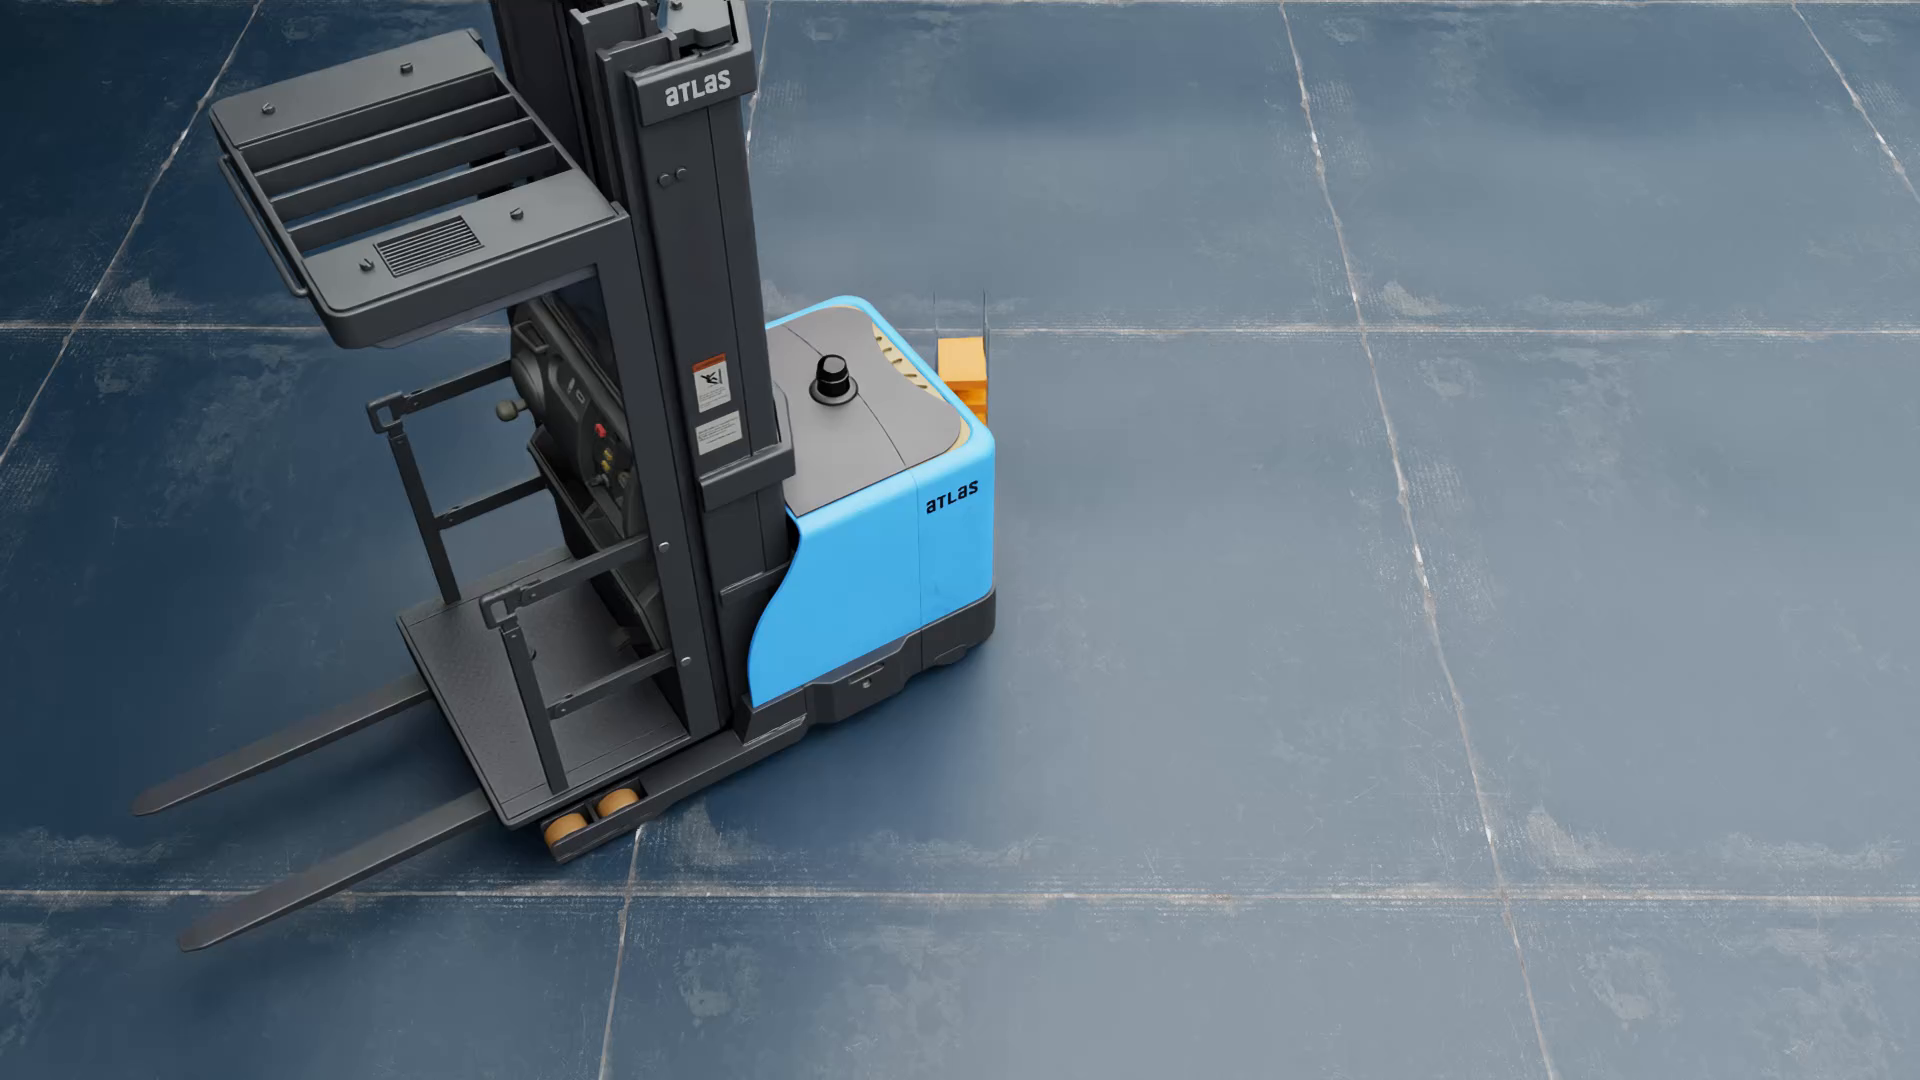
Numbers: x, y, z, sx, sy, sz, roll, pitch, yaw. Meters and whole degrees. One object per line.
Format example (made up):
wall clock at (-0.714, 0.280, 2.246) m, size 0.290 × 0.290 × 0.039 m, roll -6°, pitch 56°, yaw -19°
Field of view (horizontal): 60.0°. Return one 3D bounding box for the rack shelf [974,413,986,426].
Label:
rack shelf at (0.005, -0.474, 6.348) m, size 0.180 × 0.103 × 0.258 m, roll -2°, pitch 47°, yaw -2°

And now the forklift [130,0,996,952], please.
forklift at (-1.383, -0.333, 5.138) m, size 3.031 × 2.935 × 1.130 m, roll -25°, pitch 52°, yaw -21°

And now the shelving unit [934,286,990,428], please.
shelving unit at (0.005, -0.422, 6.404) m, size 0.189 × 1.200 × 0.258 m, roll -2°, pitch 47°, yaw -2°

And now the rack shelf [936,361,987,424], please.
rack shelf at (0.005, -0.556, 6.261) m, size 0.180 × 0.103 × 0.258 m, roll -2°, pitch 47°, yaw -2°

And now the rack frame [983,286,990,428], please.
rack frame at (0.096, -0.426, 6.407) m, size 0.006 × 1.200 × 0.240 m, roll -2°, pitch 47°, yaw -2°

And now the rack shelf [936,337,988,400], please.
rack shelf at (0.005, -0.638, 6.173) m, size 0.180 × 0.103 × 0.258 m, roll -2°, pitch 47°, yaw -2°

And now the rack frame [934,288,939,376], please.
rack frame at (-0.087, -0.419, 6.400) m, size 0.006 × 1.200 × 0.240 m, roll -2°, pitch 47°, yaw -2°
